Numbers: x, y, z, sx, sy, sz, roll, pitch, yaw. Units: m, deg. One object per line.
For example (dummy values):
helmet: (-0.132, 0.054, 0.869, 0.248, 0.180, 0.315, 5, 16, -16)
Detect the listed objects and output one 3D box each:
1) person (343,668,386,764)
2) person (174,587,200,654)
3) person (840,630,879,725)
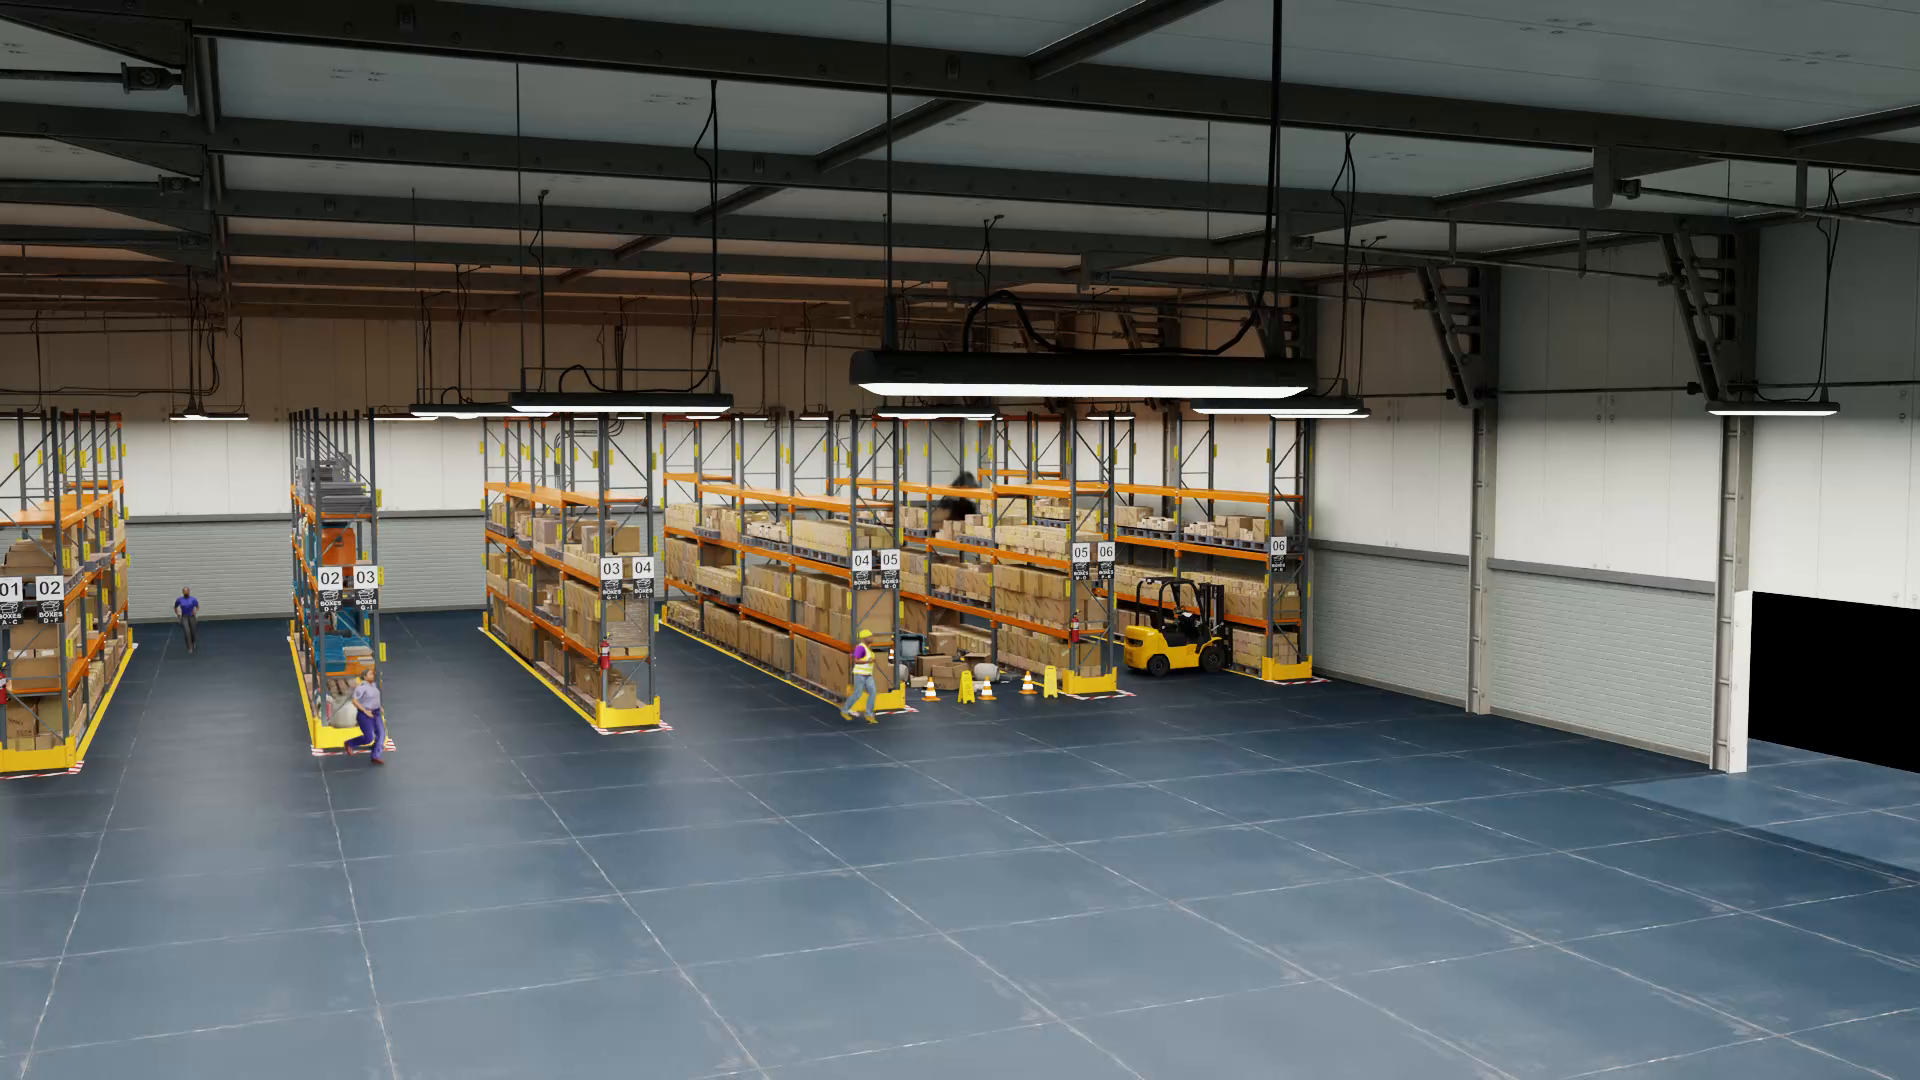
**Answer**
person: (-9.999, 2.976, 28.052, 0.725, 1.606, 0.625, 1, 4, 12)
person: (-19.324, 2.003, 41.586, 0.593, 1.649, 0.744, -2, 5, -29)
person: (-1.857, 2.617, 31.904, 0.810, 1.796, 0.706, 2, 4, 27)
